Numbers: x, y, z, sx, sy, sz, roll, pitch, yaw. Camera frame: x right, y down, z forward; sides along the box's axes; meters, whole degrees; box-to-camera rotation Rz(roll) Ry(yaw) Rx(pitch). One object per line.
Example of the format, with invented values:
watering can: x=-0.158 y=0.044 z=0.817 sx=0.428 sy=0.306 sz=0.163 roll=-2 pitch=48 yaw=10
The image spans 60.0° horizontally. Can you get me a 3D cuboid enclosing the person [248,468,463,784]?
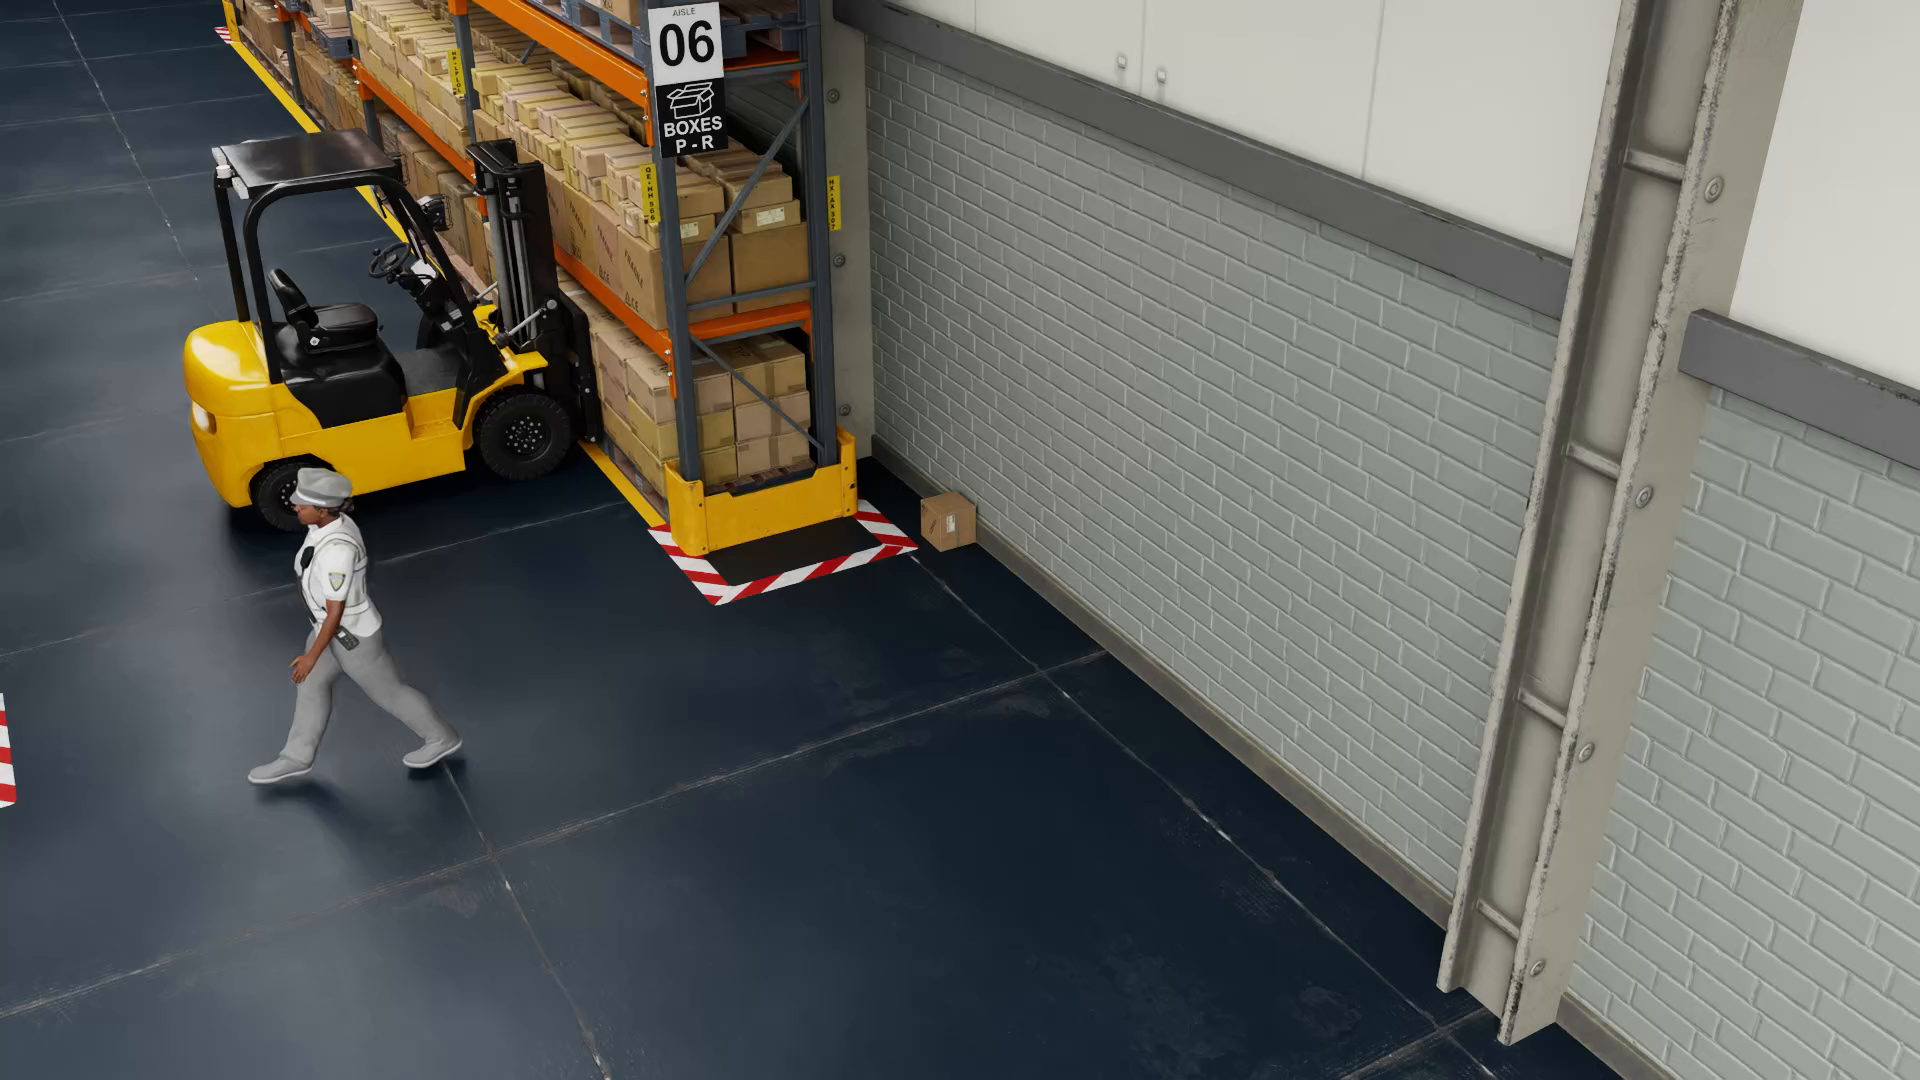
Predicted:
person: x=-2.937 y=0.427 z=7.746 sx=0.987 sy=1.631 sz=0.459 roll=-14 pitch=32 yaw=-24
